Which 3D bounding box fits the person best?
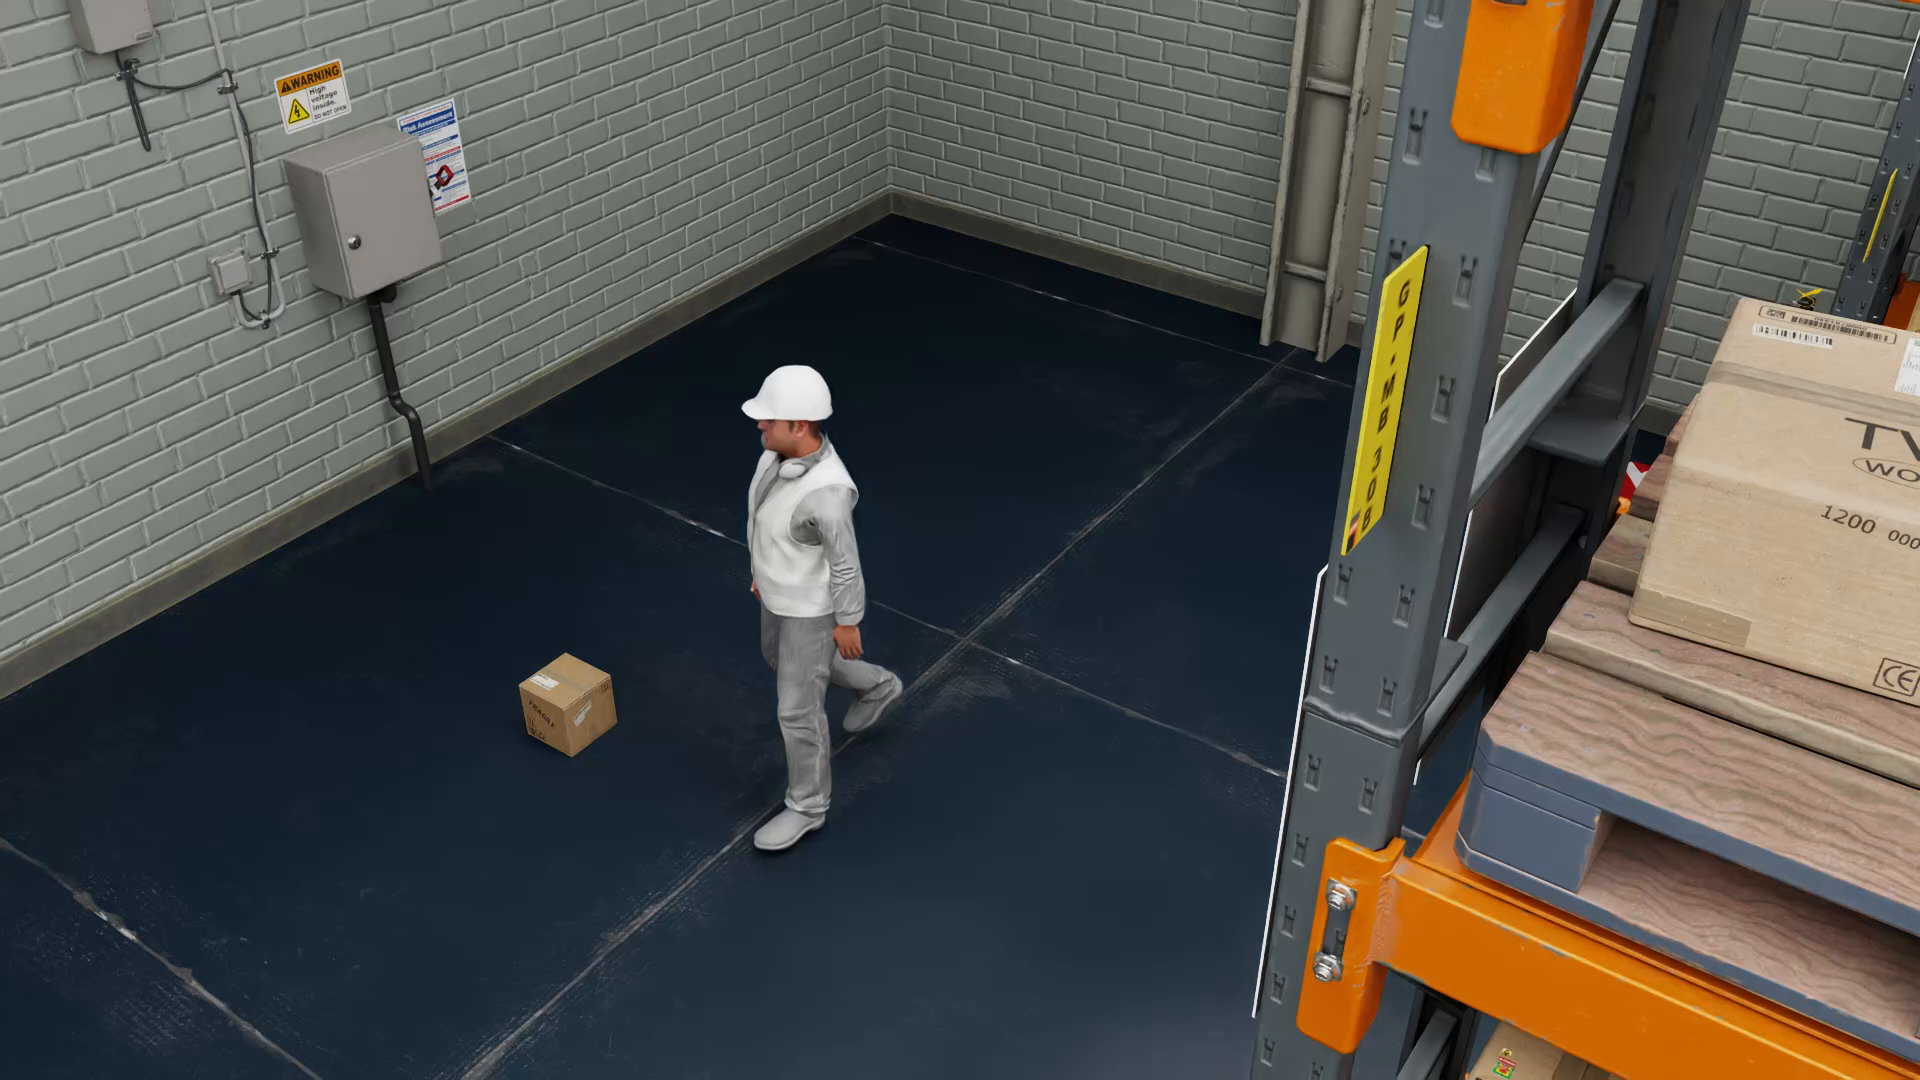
[{"bbox_3d":[-0.498,0.188,5.827,0.715,1.759,0.619,-12,36,-17],"label":"person"}]
